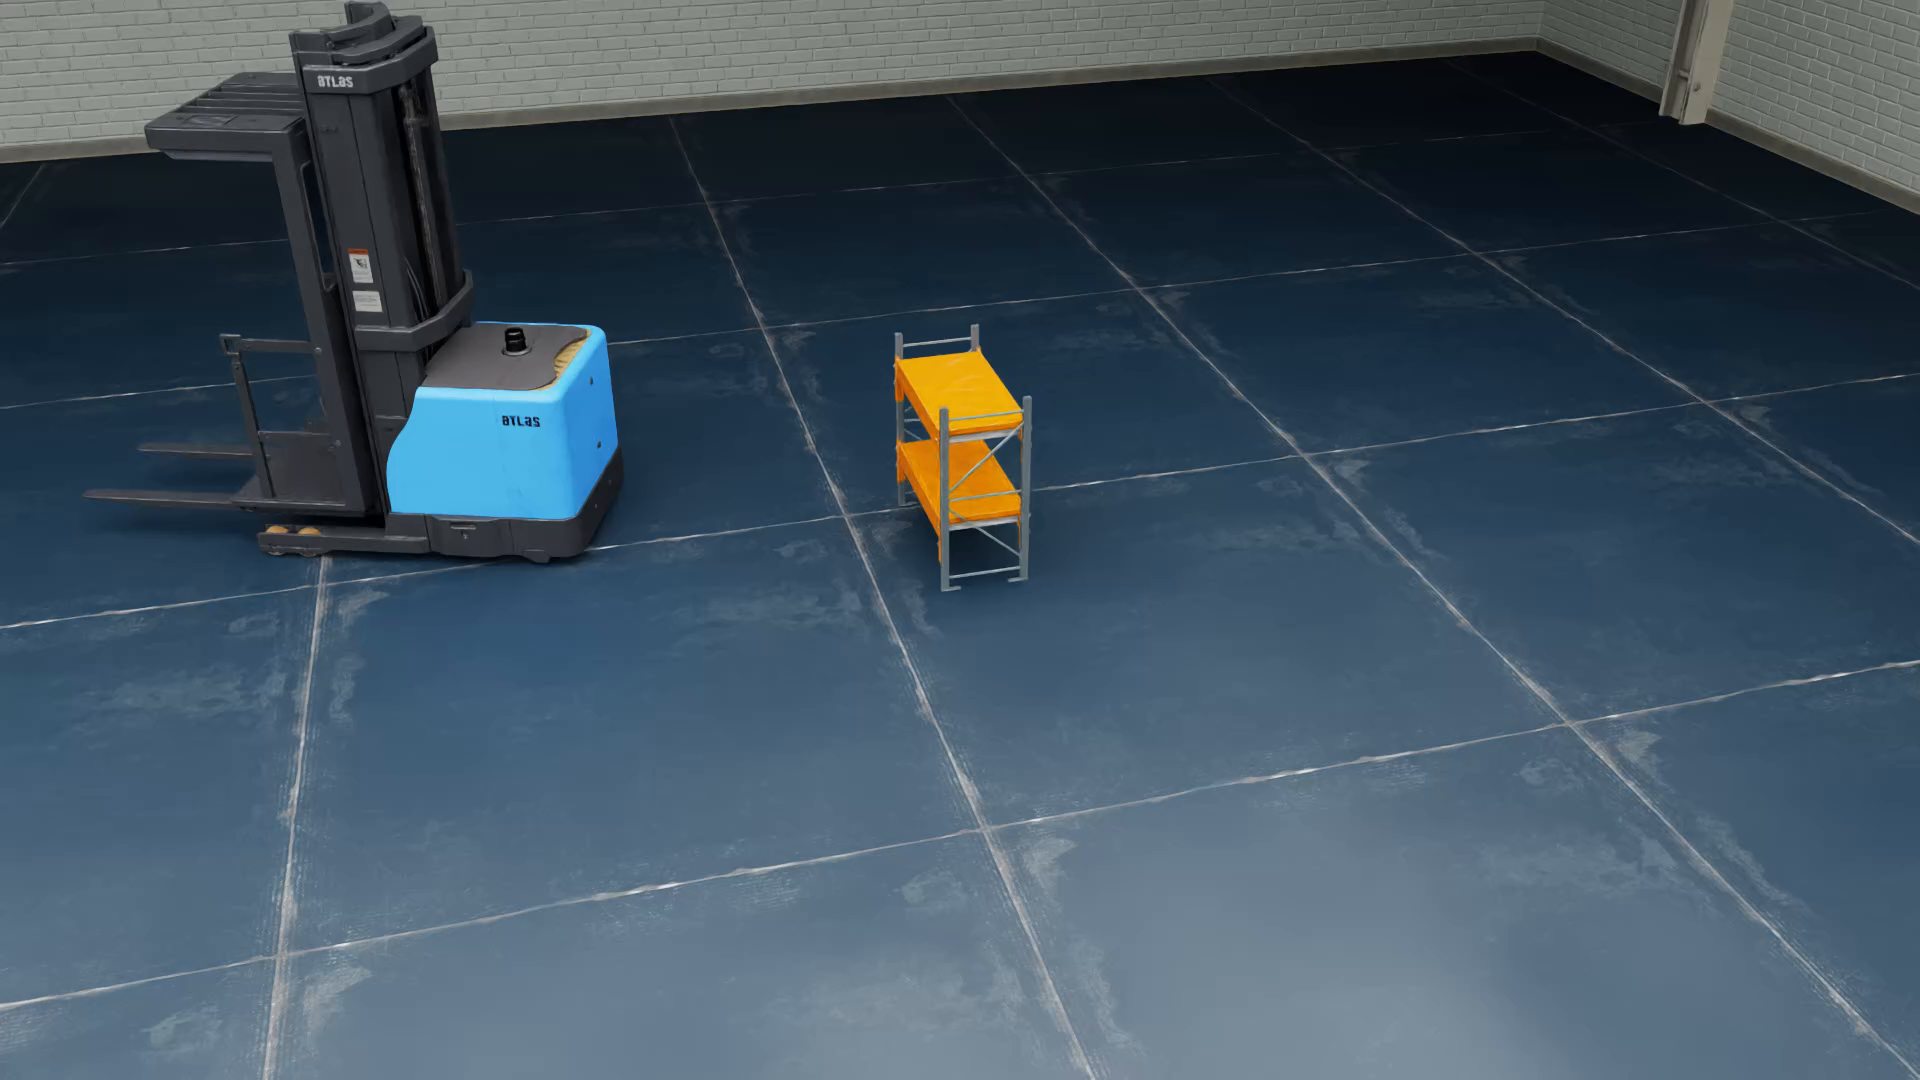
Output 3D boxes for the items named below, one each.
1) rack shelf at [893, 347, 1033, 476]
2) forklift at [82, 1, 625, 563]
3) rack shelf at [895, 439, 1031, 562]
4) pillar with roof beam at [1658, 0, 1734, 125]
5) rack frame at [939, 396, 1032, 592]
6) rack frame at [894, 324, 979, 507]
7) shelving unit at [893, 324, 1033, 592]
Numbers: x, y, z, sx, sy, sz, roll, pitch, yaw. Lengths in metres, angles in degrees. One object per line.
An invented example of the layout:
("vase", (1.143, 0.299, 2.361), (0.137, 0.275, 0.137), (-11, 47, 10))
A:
("rack shelf", (0.002, -0.737, 9.316), (0.538, 0.278, 1.000), (-8, 31, -13))
("forklift", (-3.616, -1.433, 9.299), (3.031, 2.935, 1.130), (3, 30, 4))
("rack shelf", (0.002, -0.272, 9.585), (0.538, 0.278, 1.000), (-8, 31, -13))
("pillar with roof beam", (3.383, -7.718, 14.101), (9.100, 9.000, 0.400), (-8, 31, -13))
("rack frame", (0.137, -0.238, 9.038), (0.500, 1.125, 0.032), (-8, 31, -13))
("rack frame", (-0.133, -0.729, 9.887), (0.500, 1.125, 0.032), (-8, 31, -13))
("shelving unit", (0.002, -0.484, 9.463), (0.538, 1.125, 1.048), (-8, 31, -13))
